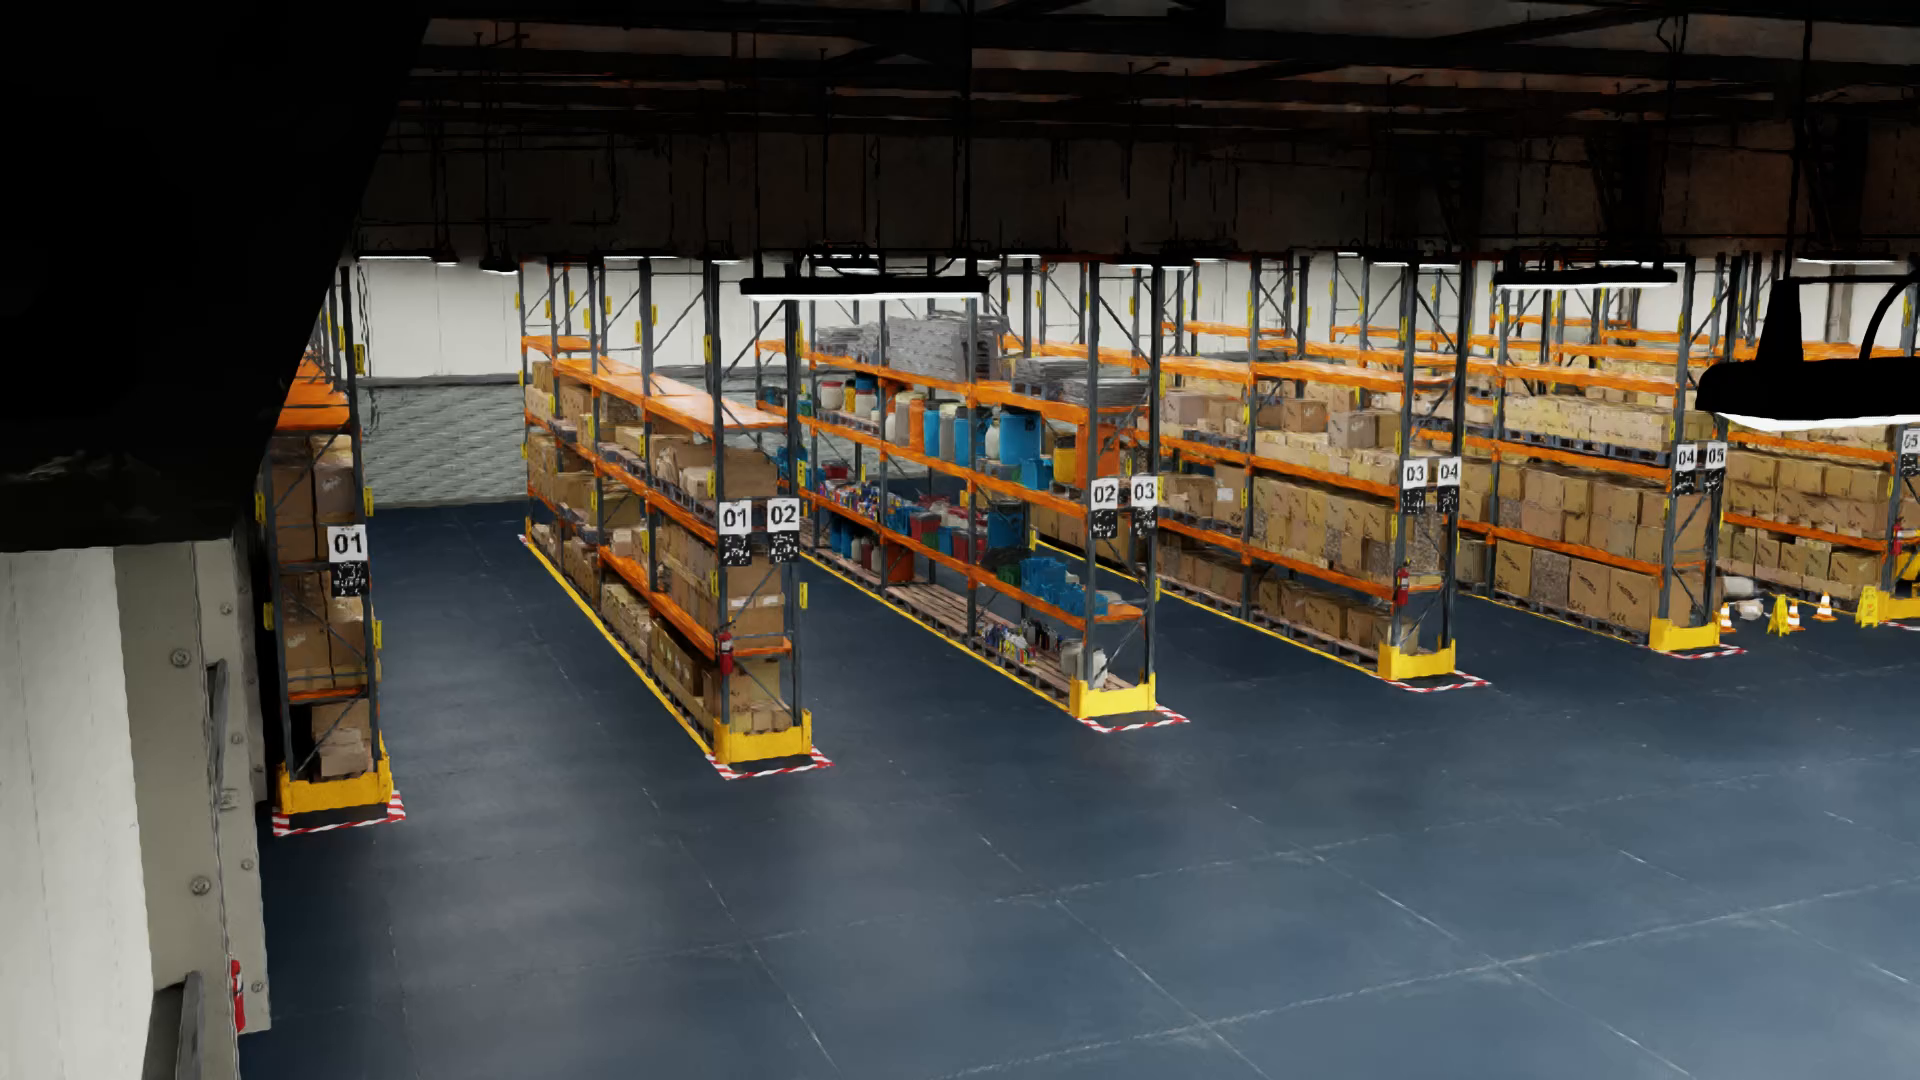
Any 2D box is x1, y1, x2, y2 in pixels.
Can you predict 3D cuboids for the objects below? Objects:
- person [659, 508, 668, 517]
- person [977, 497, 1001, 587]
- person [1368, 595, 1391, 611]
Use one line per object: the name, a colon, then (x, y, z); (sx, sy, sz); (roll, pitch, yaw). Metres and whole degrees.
person: (-5.939, -0.656, 34.178); (0.491, 1.590, 0.981); (-4, 11, -23)
person: (0.588, 0.055, 28.593); (0.483, 1.620, 0.995); (-6, 12, -30)
person: (7.021, 0.570, 27.499); (0.625, 1.611, 0.582); (-5, 11, -24)
